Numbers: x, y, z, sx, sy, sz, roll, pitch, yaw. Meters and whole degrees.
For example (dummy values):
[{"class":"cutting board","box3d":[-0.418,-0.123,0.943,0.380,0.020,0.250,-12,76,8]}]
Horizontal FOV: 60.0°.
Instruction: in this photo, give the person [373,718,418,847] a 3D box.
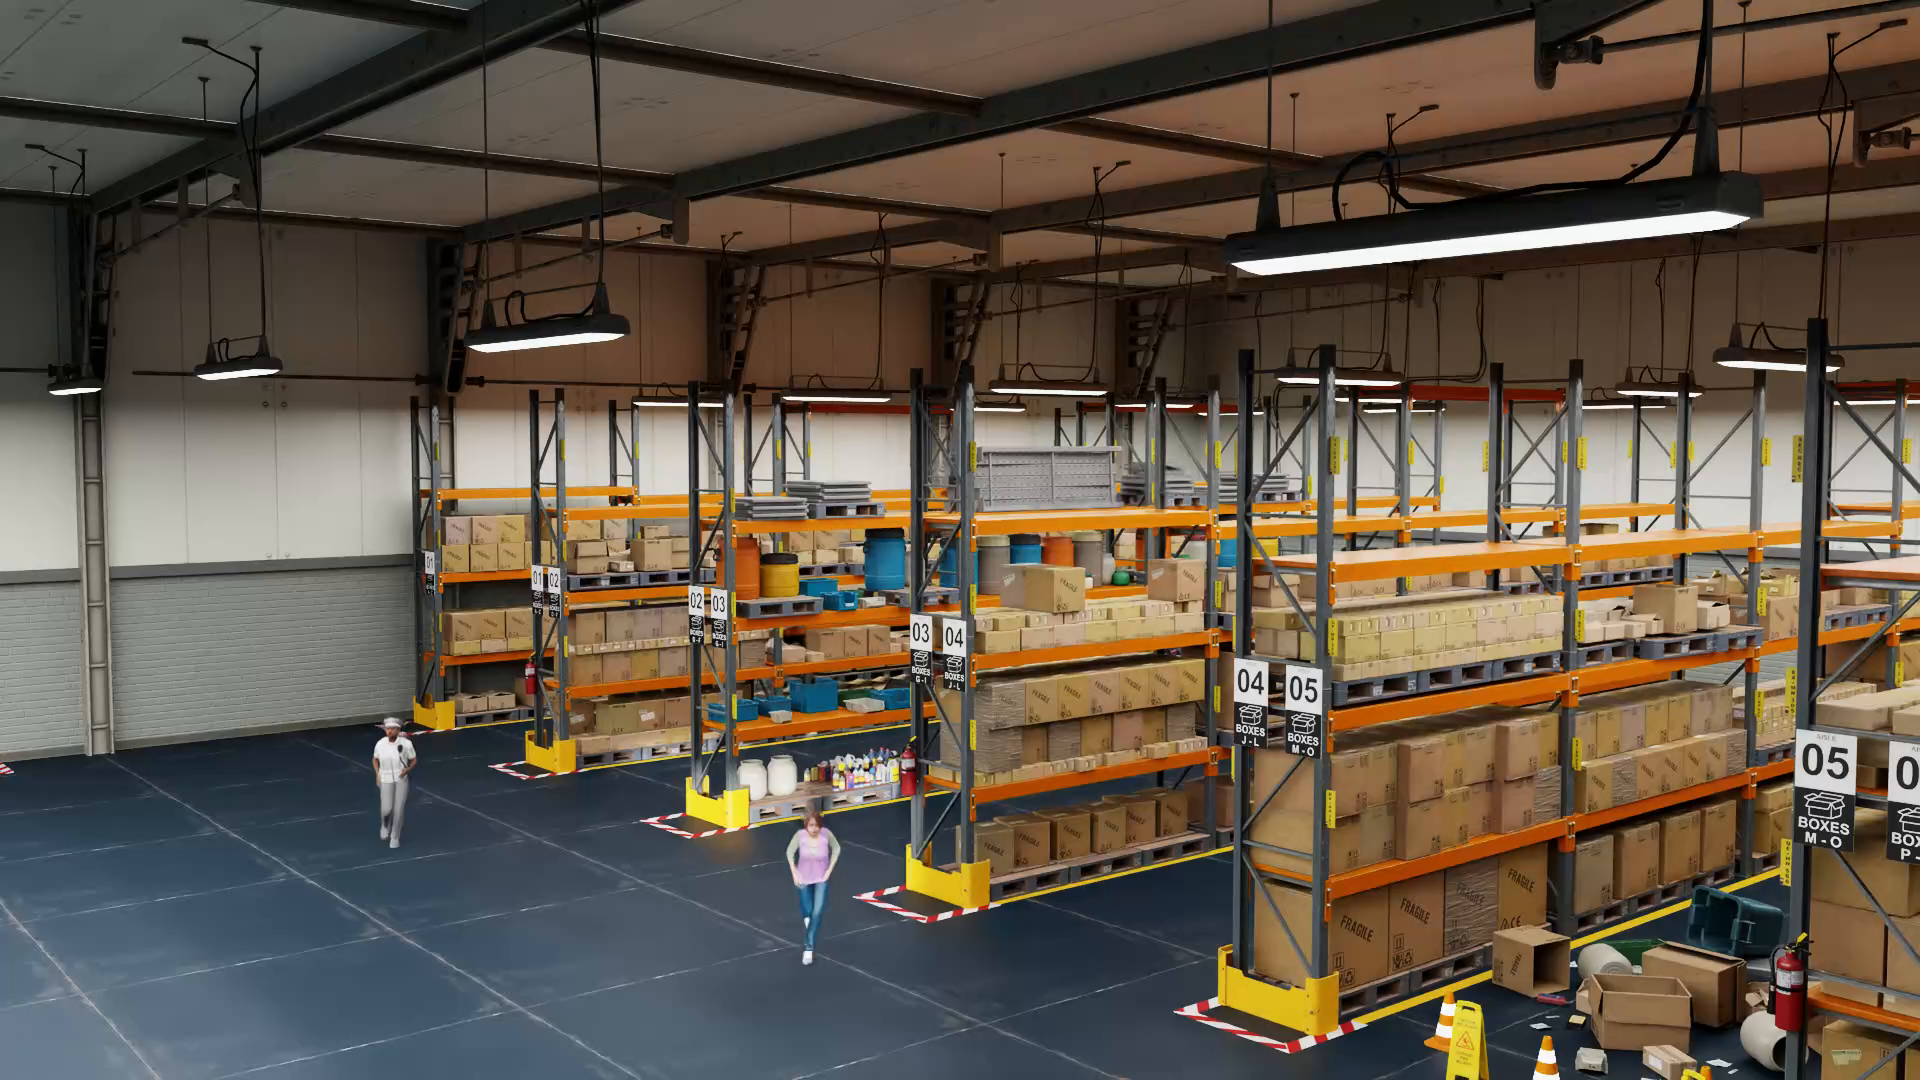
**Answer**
[{"class":"person","box3d":[-7.210,3.087,21.200,0.566,1.670,0.534,-1,3,-12]}]

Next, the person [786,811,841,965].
[{"class":"person","box3d":[-1.483,3.433,16.754,0.539,1.547,0.818,-1,3,-11]}]

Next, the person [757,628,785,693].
[{"class":"person","box3d":[-3.611,2.456,31.058,0.759,1.829,0.659,-3,4,-38]}]
